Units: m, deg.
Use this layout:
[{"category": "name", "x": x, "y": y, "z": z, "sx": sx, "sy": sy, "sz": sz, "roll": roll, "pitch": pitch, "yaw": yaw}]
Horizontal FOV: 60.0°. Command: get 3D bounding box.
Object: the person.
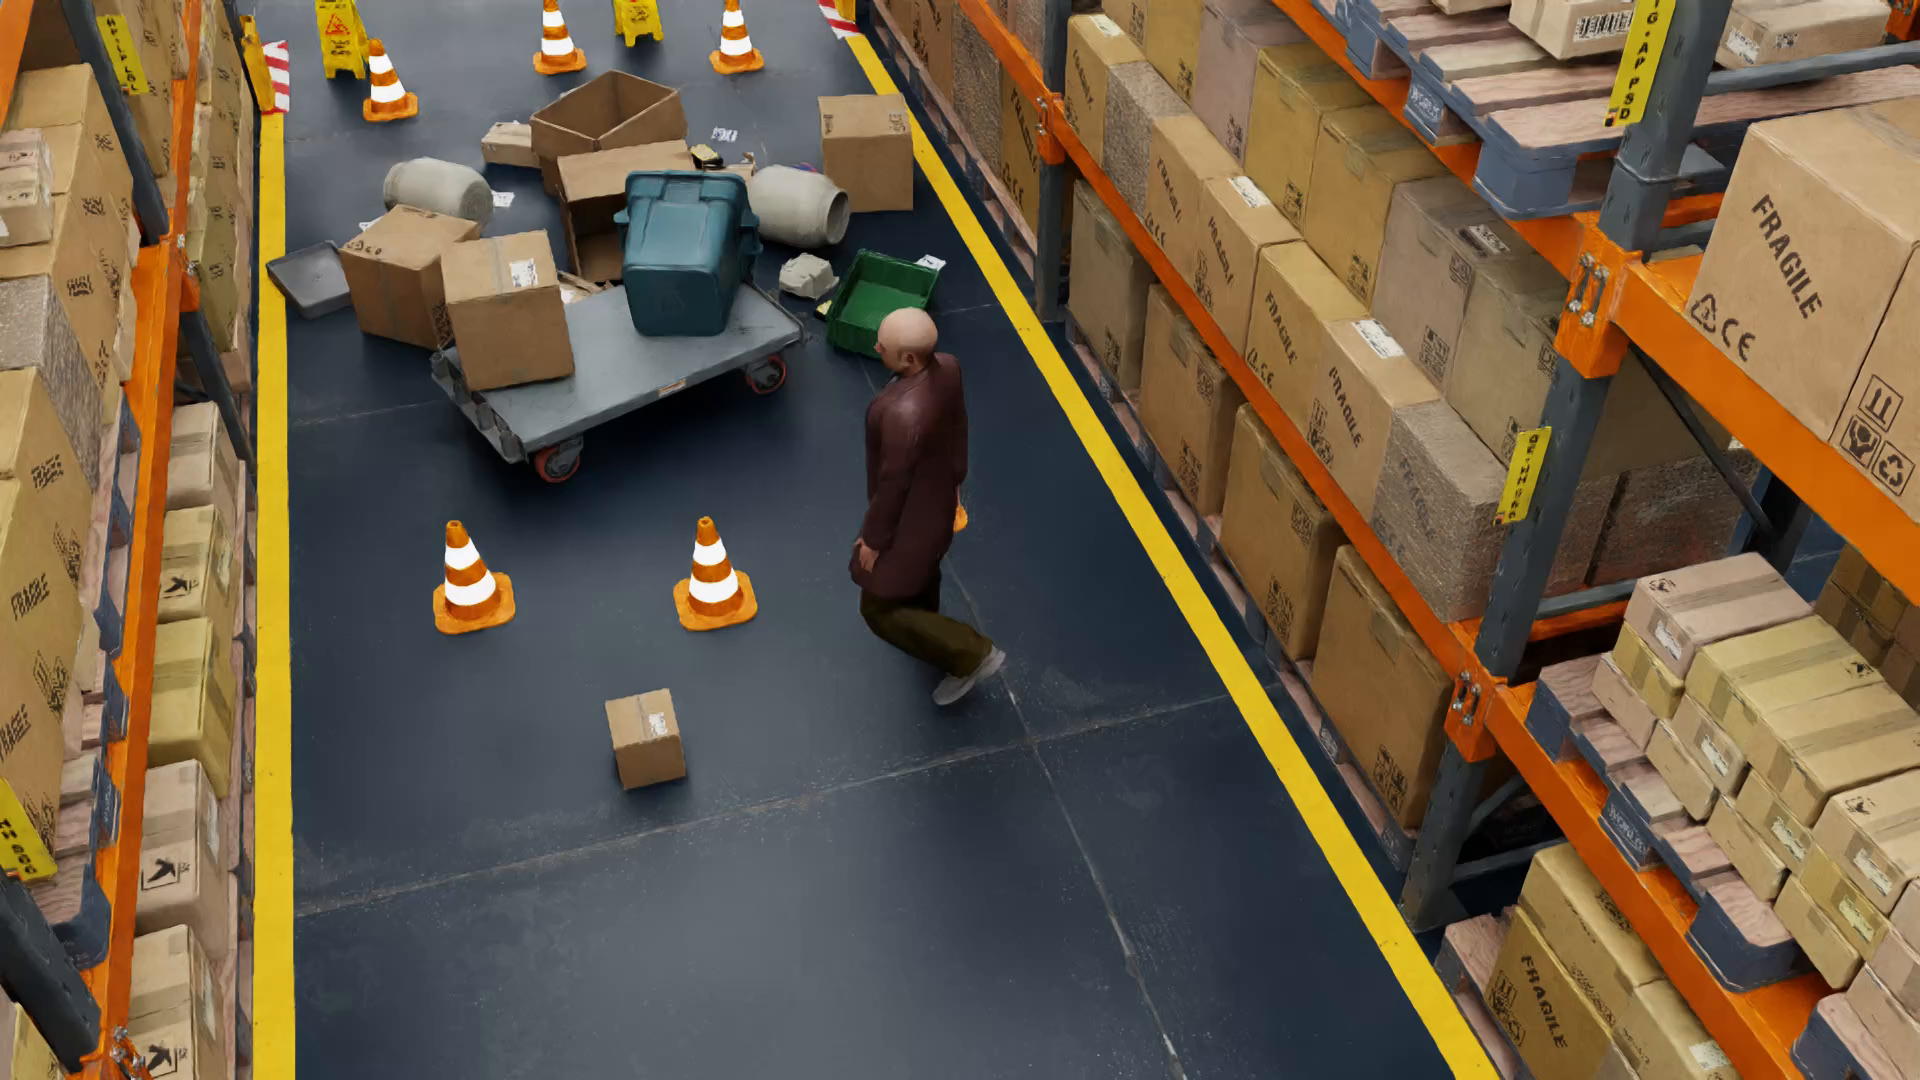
[{"category": "person", "x": -0.126, "y": -0.126, "z": 6.287, "sx": 0.703, "sy": 1.771, "sz": 0.697, "roll": 10, "pitch": 43, "yaw": 11}]
